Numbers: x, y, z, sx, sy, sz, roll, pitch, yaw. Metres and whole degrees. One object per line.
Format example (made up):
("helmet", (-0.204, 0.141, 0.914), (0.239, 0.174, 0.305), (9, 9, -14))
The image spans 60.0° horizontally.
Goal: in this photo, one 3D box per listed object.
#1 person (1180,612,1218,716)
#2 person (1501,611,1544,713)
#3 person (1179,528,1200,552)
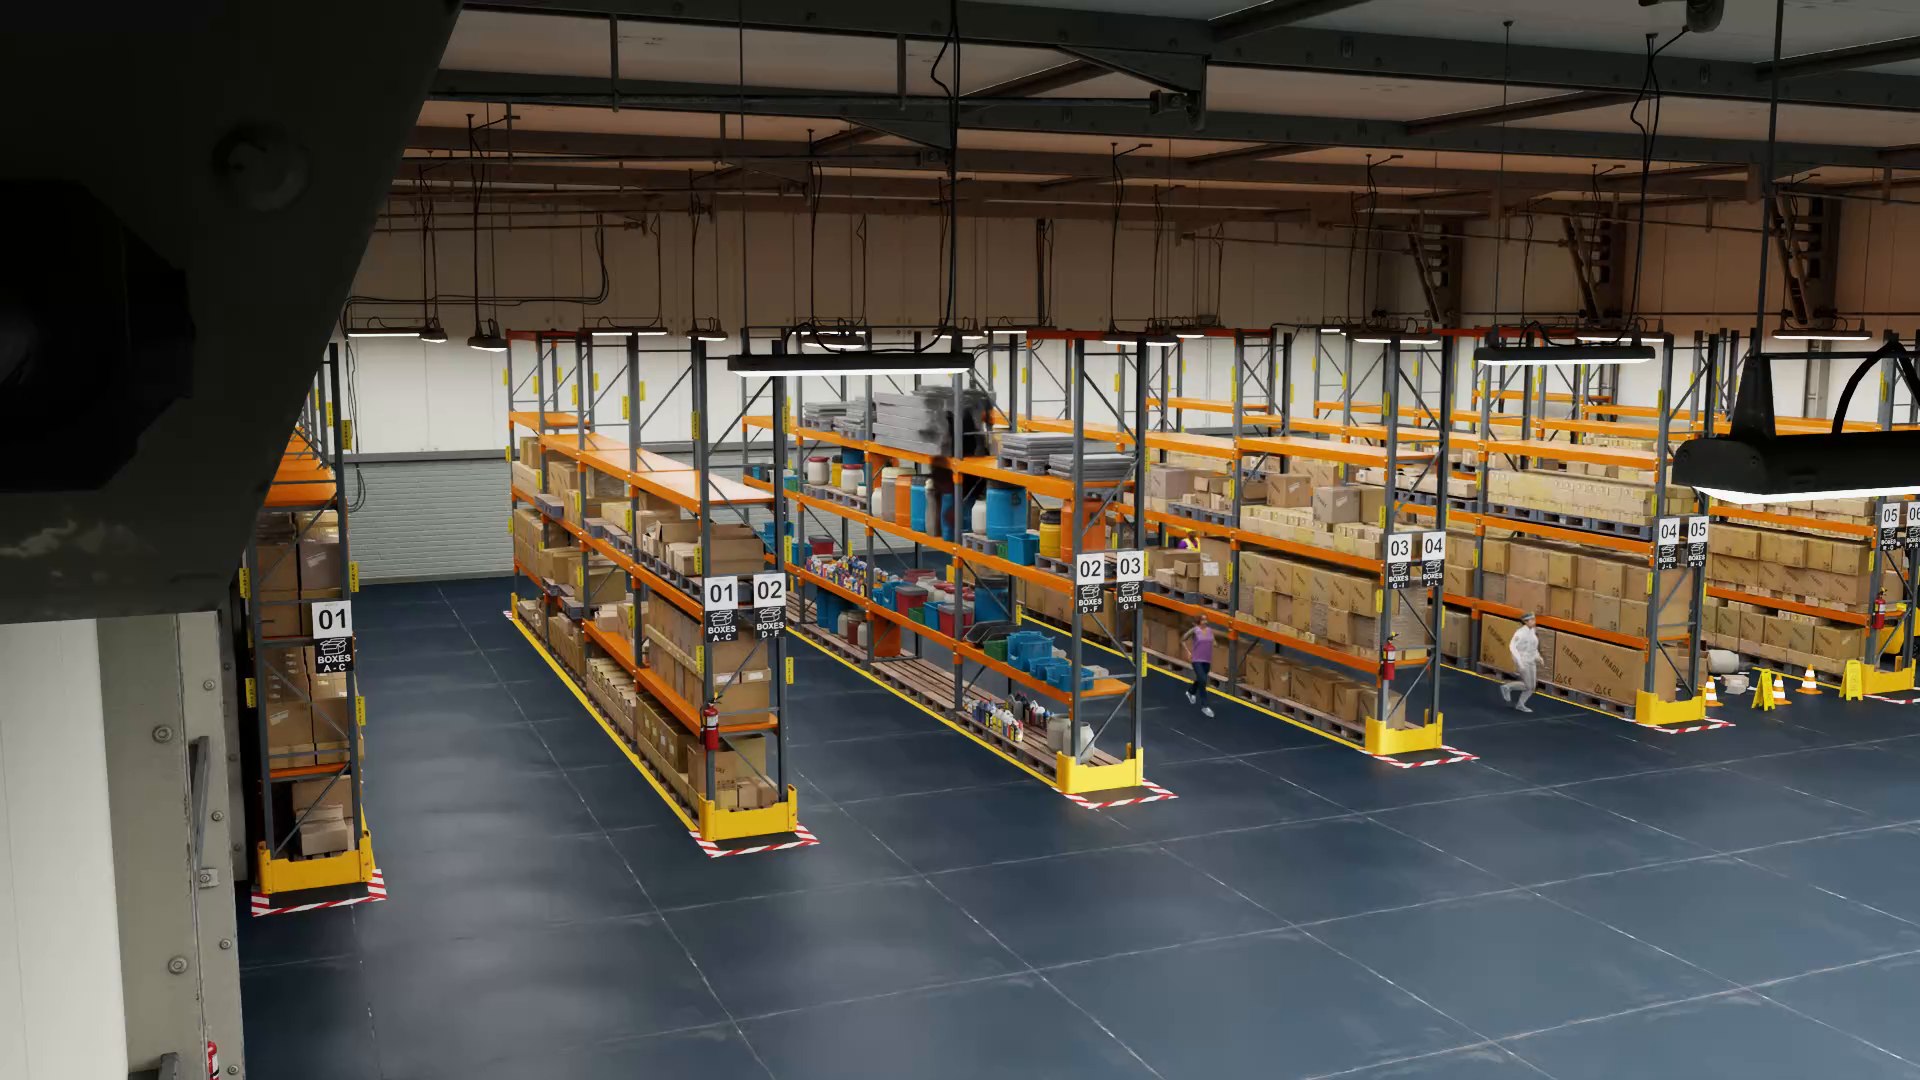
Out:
("person", (3.823, 1.932, 26.423), (0.531, 1.594, 0.883), (-4, 9, -26))
("person", (8.985, 1.925, 26.553), (0.605, 1.644, 0.581), (-6, 10, -38))
("person", (5.038, 0.582, 35.958), (0.704, 1.793, 0.889), (-3, 8, -20))
